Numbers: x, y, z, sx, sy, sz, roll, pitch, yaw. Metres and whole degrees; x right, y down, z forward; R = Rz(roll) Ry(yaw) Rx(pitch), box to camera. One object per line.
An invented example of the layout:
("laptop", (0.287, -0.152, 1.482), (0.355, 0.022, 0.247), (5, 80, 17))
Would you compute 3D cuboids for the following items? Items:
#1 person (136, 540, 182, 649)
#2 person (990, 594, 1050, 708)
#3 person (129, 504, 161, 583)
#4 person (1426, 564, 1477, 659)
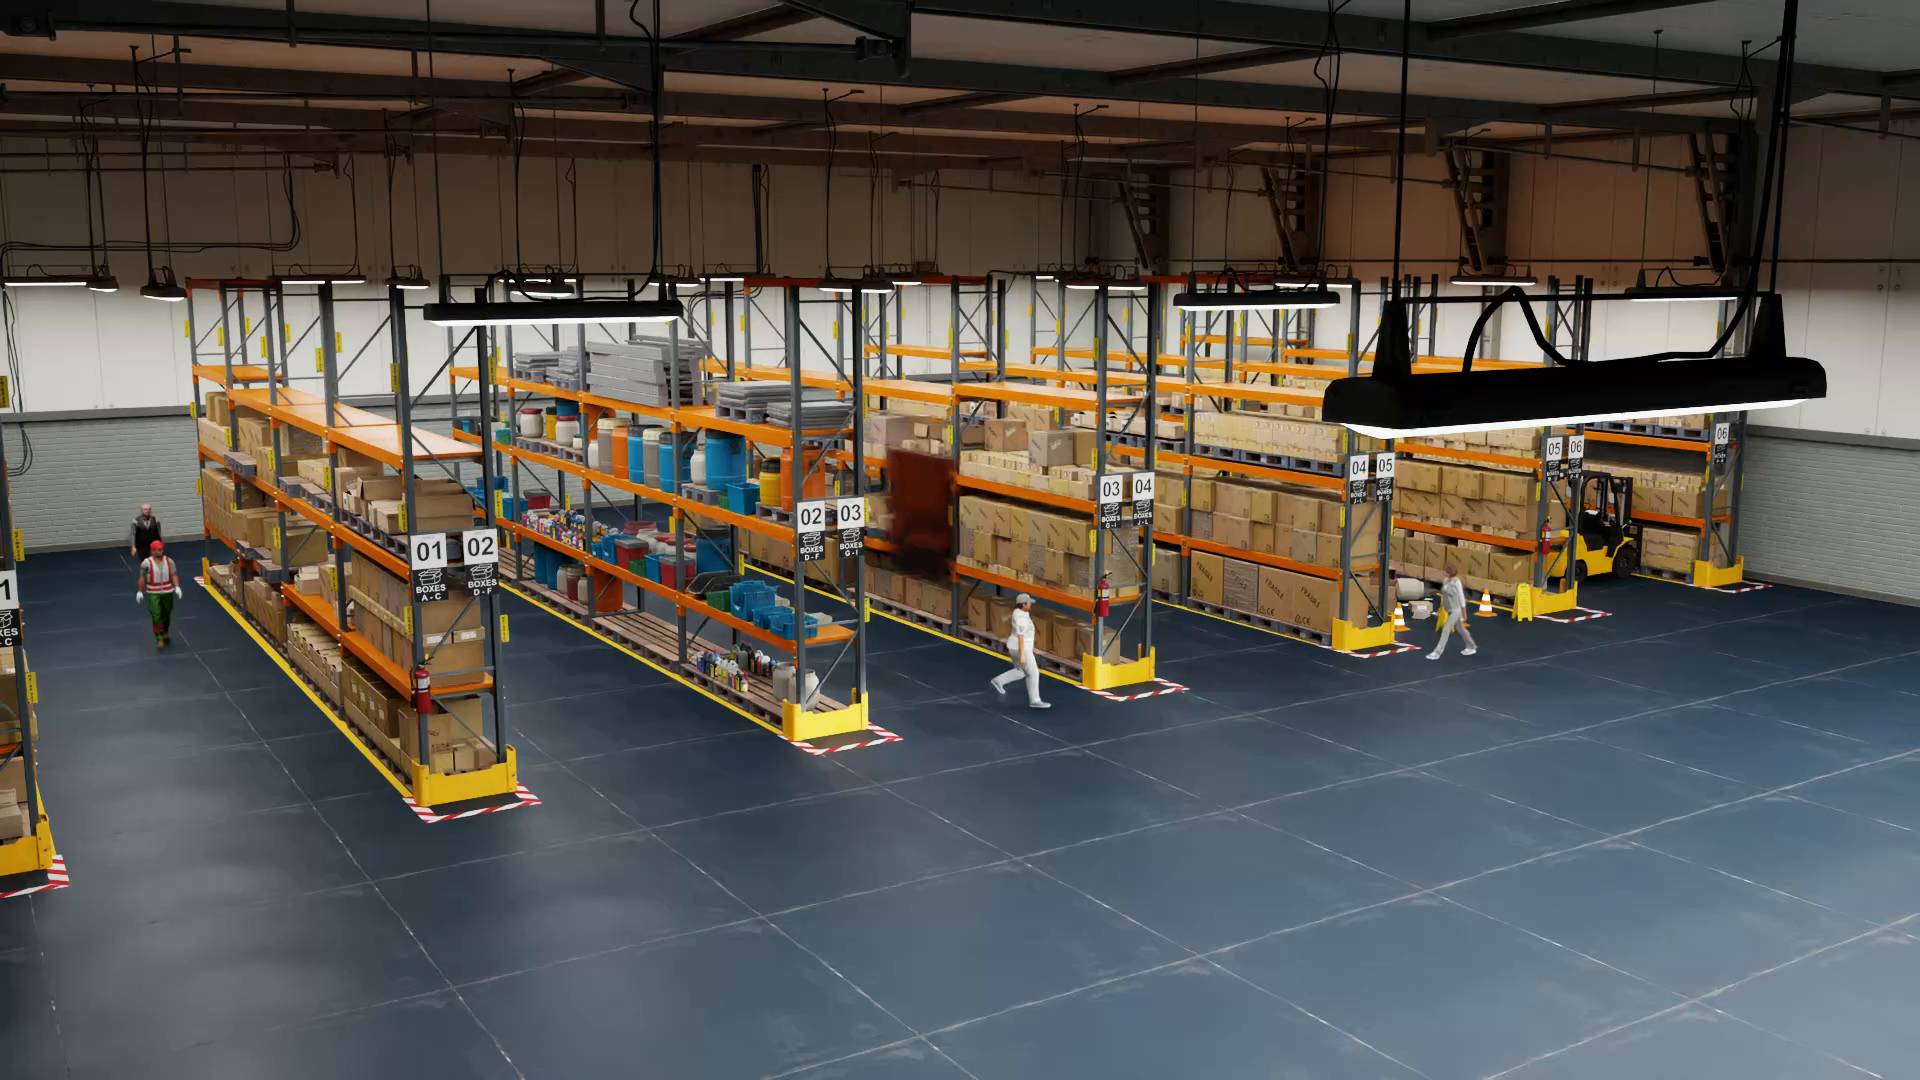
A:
("person", (-13.217, 0.867, 27.454), (0.647, 1.721, 1.050), (-7, 12, -36))
("person", (0.854, 1.565, 23.734), (0.842, 1.631, 0.523), (-1, 10, -6))
("person", (-15.721, 0.138, 32.124), (0.520, 1.680, 1.036), (-3, 10, -16))
("person", (7.868, 1.124, 26.590), (0.976, 1.528, 0.462), (-3, 10, -15))
